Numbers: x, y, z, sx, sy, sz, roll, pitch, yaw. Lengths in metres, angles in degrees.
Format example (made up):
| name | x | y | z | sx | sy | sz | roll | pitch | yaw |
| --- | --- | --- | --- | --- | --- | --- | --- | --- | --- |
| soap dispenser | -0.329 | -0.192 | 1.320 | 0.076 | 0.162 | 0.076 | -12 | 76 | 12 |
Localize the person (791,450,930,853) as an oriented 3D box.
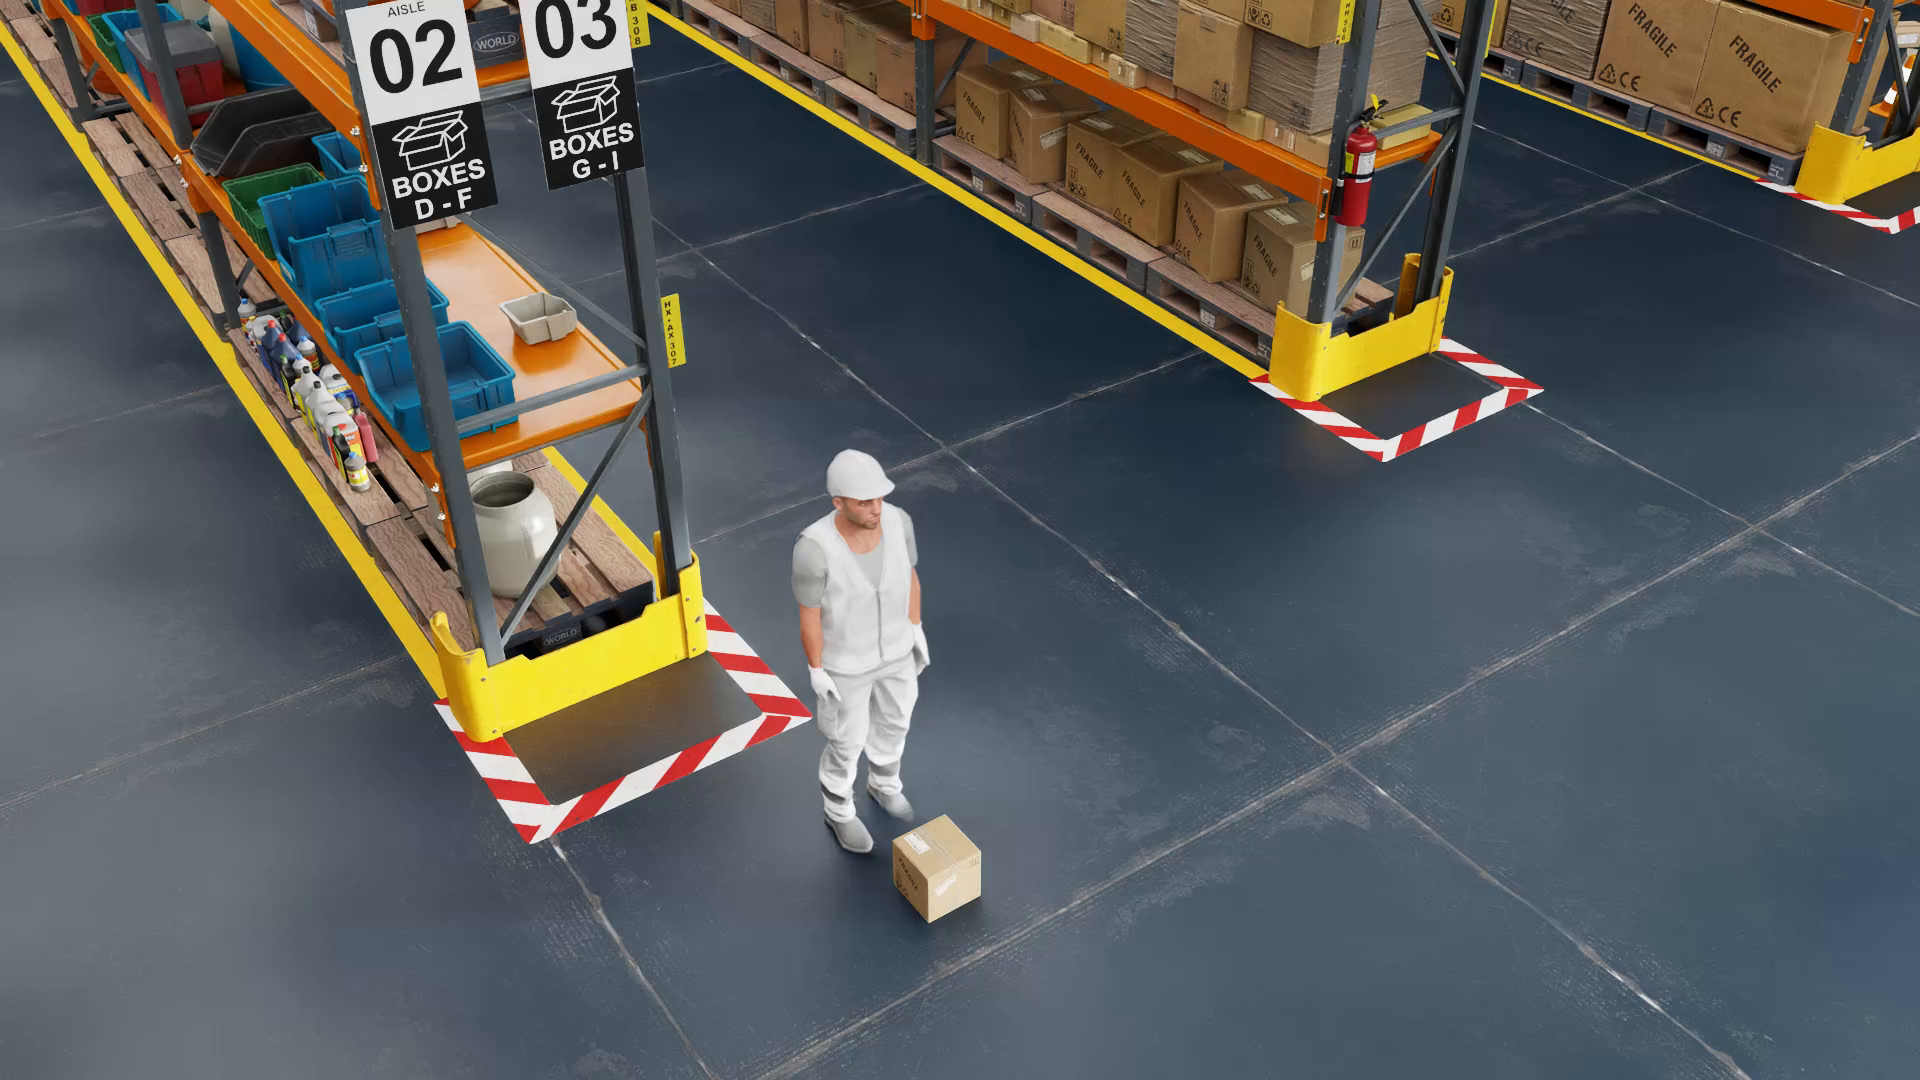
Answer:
| name | x | y | z | sx | sy | sz | roll | pitch | yaw |
| --- | --- | --- | --- | --- | --- | --- | --- | --- | --- |
| person | -0.359 | 0.449 | 6.399 | 0.524 | 1.825 | 0.349 | -22 | 41 | -27 |
